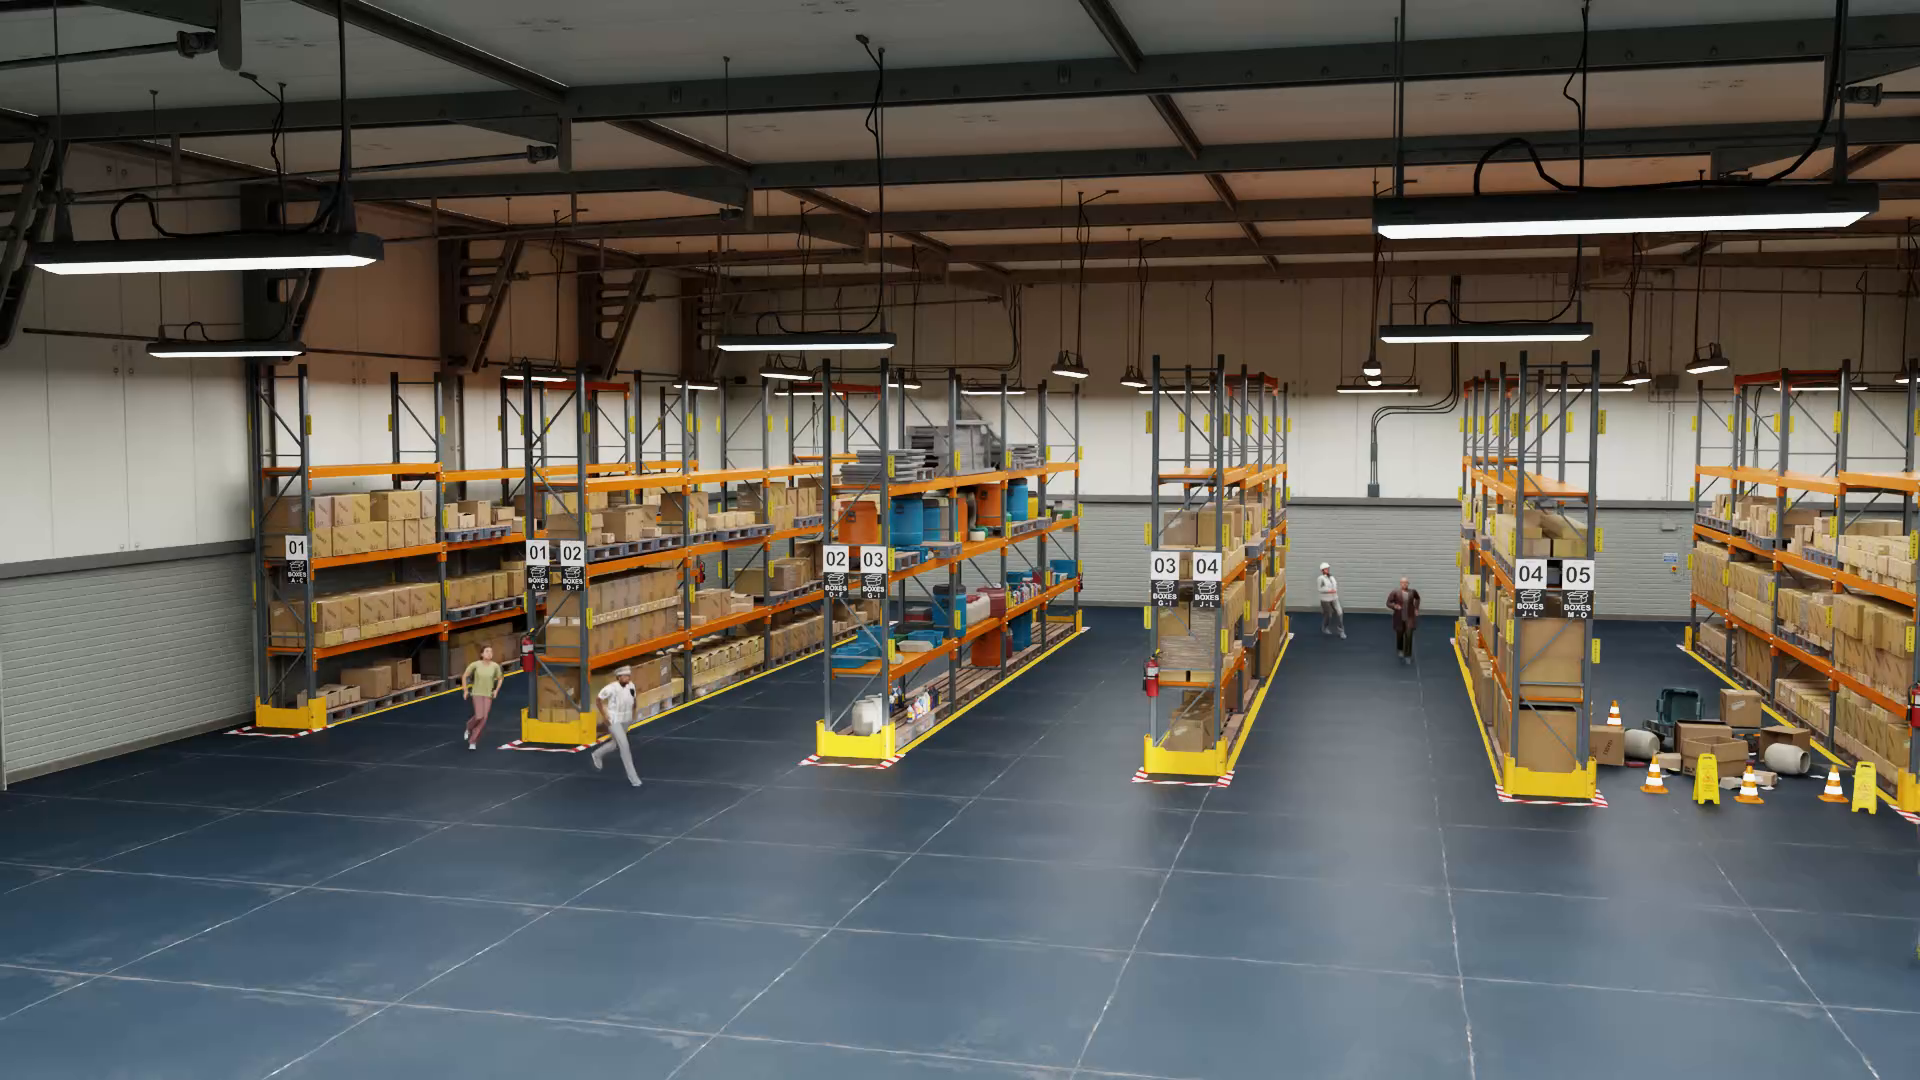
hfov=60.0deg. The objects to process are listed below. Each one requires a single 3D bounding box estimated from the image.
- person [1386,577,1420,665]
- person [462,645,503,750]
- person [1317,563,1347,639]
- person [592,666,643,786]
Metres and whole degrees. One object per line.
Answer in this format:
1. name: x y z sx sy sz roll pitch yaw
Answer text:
1. person: 9.329 1.678 34.994 0.710 1.792 1.054 1 4 12
2. person: -7.369 2.424 25.774 0.614 1.595 0.525 -2 5 -30
3. person: 8.682 1.418 39.107 0.654 1.764 0.862 -2 4 -23
4. person: -4.841 2.575 23.377 1.063 1.680 0.580 3 5 37
